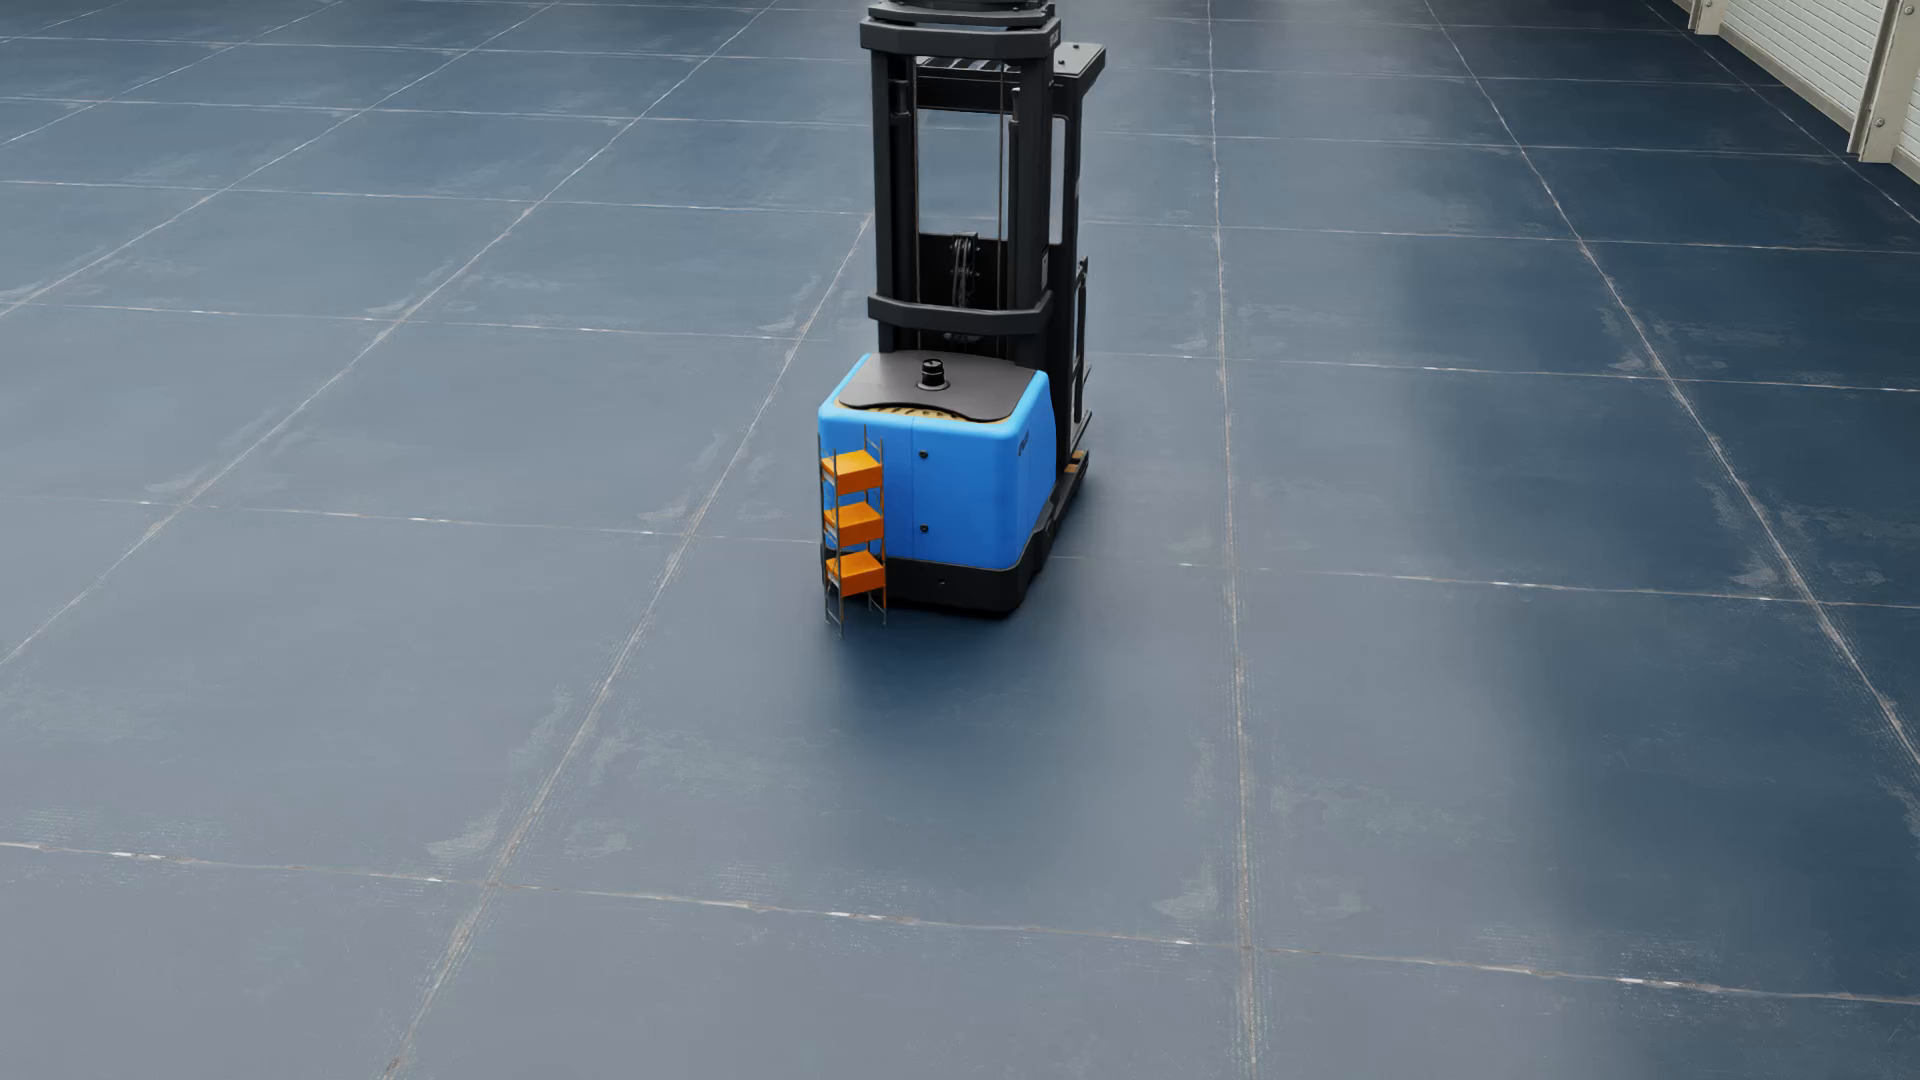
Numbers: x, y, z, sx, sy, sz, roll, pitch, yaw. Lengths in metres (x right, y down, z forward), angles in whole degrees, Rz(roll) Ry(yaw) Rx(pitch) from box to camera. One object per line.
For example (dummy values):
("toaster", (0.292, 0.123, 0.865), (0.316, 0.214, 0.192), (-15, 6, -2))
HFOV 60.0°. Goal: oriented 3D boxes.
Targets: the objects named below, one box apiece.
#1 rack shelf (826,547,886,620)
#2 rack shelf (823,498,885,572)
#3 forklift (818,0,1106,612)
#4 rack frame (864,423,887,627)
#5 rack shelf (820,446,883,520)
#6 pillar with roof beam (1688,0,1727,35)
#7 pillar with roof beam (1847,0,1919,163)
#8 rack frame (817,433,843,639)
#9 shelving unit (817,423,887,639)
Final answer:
("rack shelf", (-0.527, 0.217, 8.348), (0.240, 0.259, 0.215), (-14, 31, -24))
("rack shelf", (-0.527, -0.027, 8.216), (0.240, 0.259, 0.215), (-14, 31, -24))
("forklift", (0.147, -1.610, 9.148), (1.130, 2.935, 3.031), (7, 29, 13))
("rack frame", (-0.420, -0.064, 8.262), (0.008, 1.050, 0.200), (-14, 31, -24))
("rack shelf", (-0.527, -0.277, 8.082), (0.240, 0.259, 0.215), (-14, 31, -24))
("pillar with roof beam", (5.305, -10.758, 19.732), (9.100, 9.000, 0.400), (3, 28, 6))
("pillar with roof beam", (4.570, -7.934, 14.489), (9.100, 9.000, 0.400), (3, 28, 6))
("rack frame", (-0.635, -0.010, 8.161), (0.008, 1.050, 0.200), (-14, 31, -24))
("shelving unit", (-0.527, -0.037, 8.211), (0.252, 1.050, 0.215), (-14, 31, -24))
